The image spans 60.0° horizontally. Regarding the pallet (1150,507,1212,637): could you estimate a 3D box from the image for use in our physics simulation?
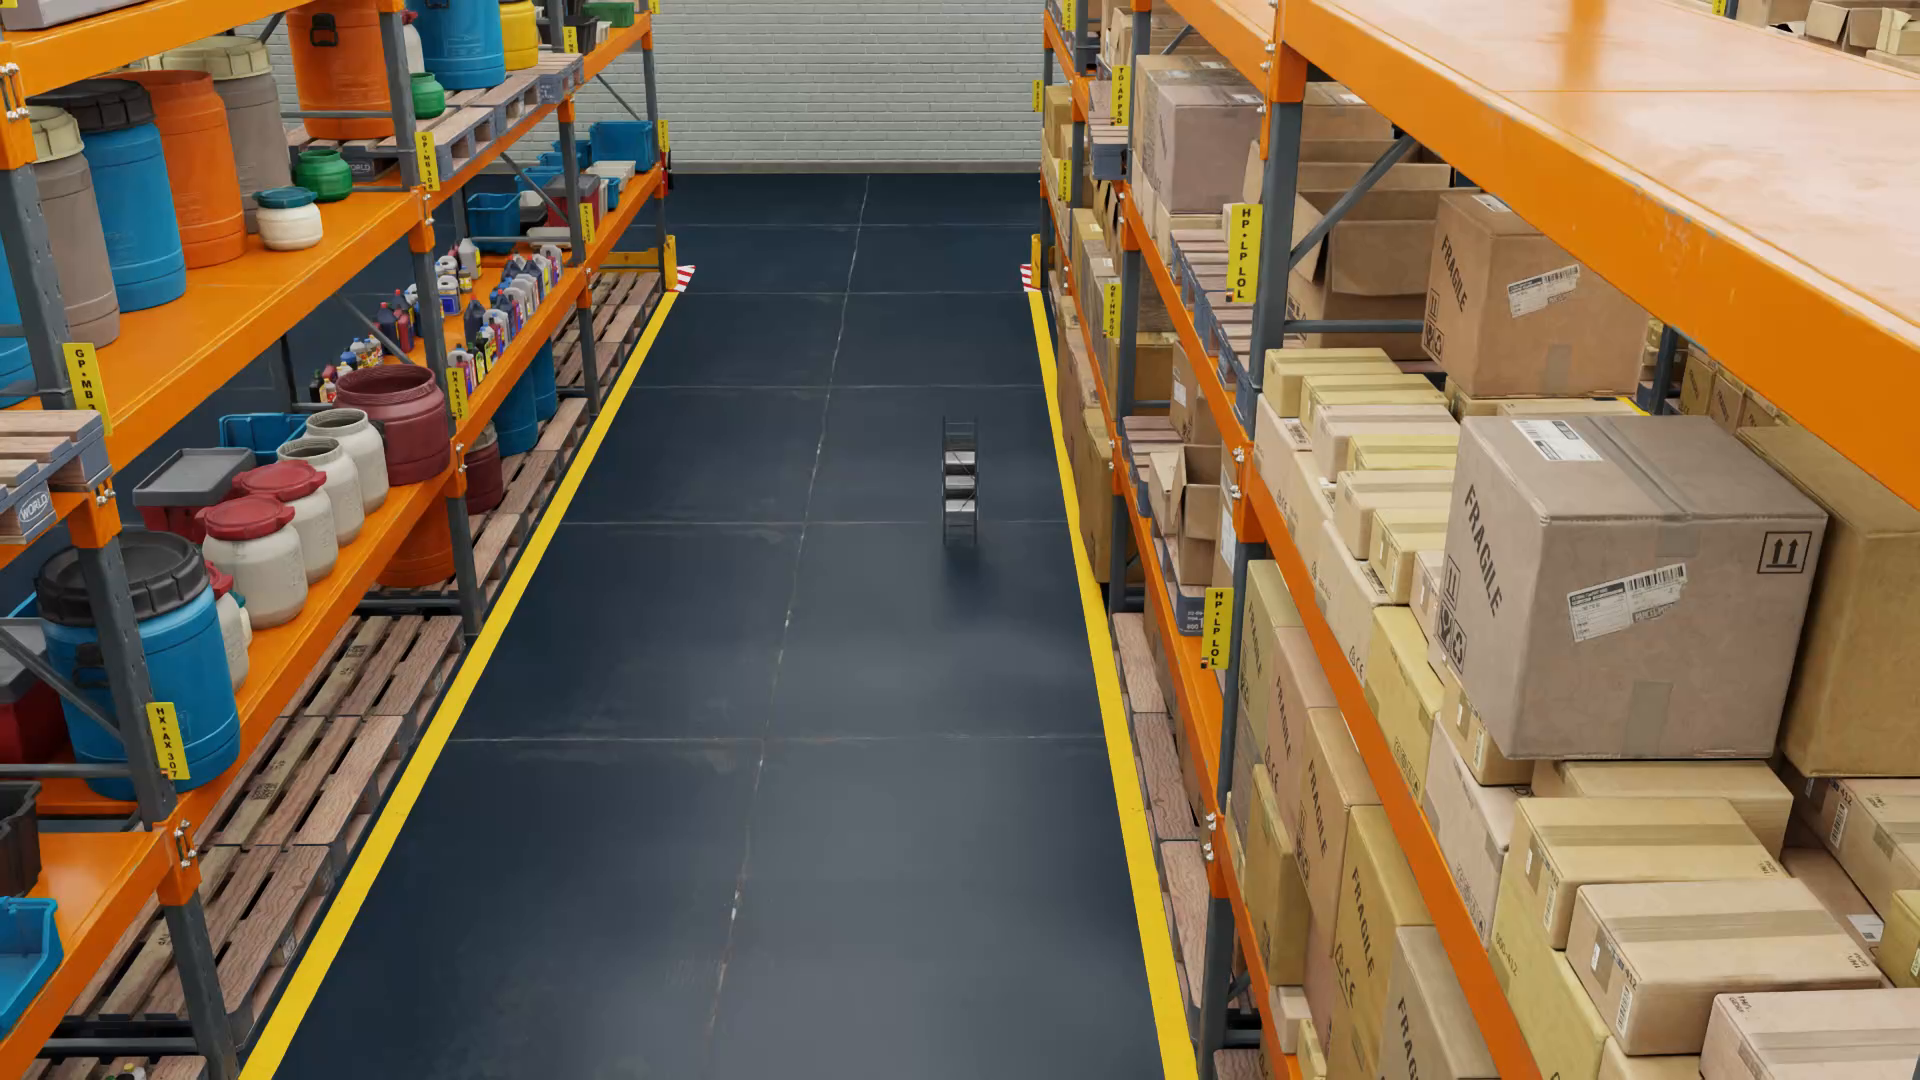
[{"bbox_3d":[1.501,0.099,8.124,1.003,0.211,1.213,0,24,-1],"label":"pallet"}]

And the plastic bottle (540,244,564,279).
[{"bbox_3d":[-3.231,-2.212,13.152,0.152,0.276,0.135,0,24,-1],"label":"plastic bottle"}]

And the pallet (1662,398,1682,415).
[{"bbox_3d":[6.365,-0.842,13.355,1.003,0.211,1.213,0,24,-1],"label":"pallet"}]

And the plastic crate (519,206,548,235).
[{"bbox_3d":[-3.839,-2.792,14.544,0.437,0.125,0.590,0,24,-1],"label":"plastic crate"}]

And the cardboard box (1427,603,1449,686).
[{"bbox_3d":[1.247,0.250,3.615,0.380,0.149,0.250,-1,24,-3],"label":"cardboard box"}]

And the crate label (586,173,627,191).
[{"bbox_3d":[-3.396,-3.416,15.910,0.396,0.136,0.243,0,24,-1],"label":"crate label"}]

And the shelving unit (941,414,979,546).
[{"bbox_3d":[0.000,-0.413,11.572,0.258,0.900,0.210,0,24,-1],"label":"shelving unit"}]

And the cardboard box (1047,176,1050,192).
[{"bbox_3d":[1.038,-3.415,15.965,0.380,0.149,0.250,-1,24,-2],"label":"cardboard box"}]

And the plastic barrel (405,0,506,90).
[{"bbox_3d":[-3.387,-3.514,11.121,0.600,0.901,0.708,0,24,-1],"label":"plastic barrel"}]

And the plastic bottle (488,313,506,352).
[{"bbox_3d":[-3.182,-1.427,11.421,0.097,0.271,0.097,0,24,0],"label":"plastic bottle"}]

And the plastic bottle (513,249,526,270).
[{"bbox_3d":[-3.365,-2.030,12.657,0.144,0.351,0.185,0,24,-1],"label":"plastic bottle"}]

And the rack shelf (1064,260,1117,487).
[{"bbox_3d":[1.416,-1.300,11.858,1.077,0.370,4.000,0,24,-1],"label":"rack shelf"}]

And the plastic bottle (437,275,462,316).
[{"bbox_3d":[-3.772,-1.800,12.241,0.152,0.276,0.135,0,24,-1],"label":"plastic bottle"}]

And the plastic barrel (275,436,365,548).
[{"bbox_3d":[-3.285,-0.236,8.496,0.421,0.512,0.421,0,24,0],"label":"plastic barrel"}]

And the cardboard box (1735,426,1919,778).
[{"bbox_3d":[1.779,0.104,3.151,0.500,0.500,0.500,0,24,-1],"label":"cardboard box"}]

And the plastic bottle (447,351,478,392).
[{"bbox_3d":[-3.201,-1.096,10.683,0.152,0.276,0.135,0,24,-1],"label":"plastic bottle"}]

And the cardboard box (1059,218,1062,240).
[{"bbox_3d":[1.058,-2.674,14.327,0.380,0.149,0.250,-1,24,-1],"label":"cardboard box"}]

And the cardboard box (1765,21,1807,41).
[{"bbox_3d":[6.155,-3.587,11.999,0.500,0.311,0.500,-1,24,-1],"label":"cardboard box"}]

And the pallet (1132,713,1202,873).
[{"bbox_3d":[1.456,1.290,8.642,1.003,0.211,1.213,0,24,-1],"label":"pallet"}]

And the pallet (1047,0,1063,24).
[{"bbox_3d":[1.369,-5.121,15.901,1.003,0.211,1.213,0,24,-1],"label":"pallet"}]

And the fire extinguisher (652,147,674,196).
[{"bbox_3d":[-3.149,-3.937,17.362,0.296,0.674,0.183,0,24,-1],"label":"fire extinguisher"}]

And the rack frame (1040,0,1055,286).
[{"bbox_3d":[1.351,-4.100,17.176,1.000,3.000,0.127,0,24,-1],"label":"rack frame"}]

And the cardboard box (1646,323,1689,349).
[{"bbox_3d":[6.091,-1.742,14.189,0.380,0.149,0.250,0,24,1],"label":"cardboard box"}]

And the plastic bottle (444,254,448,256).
[{"bbox_3d":[-3.959,-2.076,12.856,0.097,0.271,0.097,0,24,0],"label":"plastic bottle"}]

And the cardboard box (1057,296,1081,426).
[{"bbox_3d":[1.422,-1.412,13.300,1.225,0.875,0.875,0,24,0],"label":"cardboard box"}]

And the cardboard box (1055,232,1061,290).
[{"bbox_3d":[1.438,-3.060,16.945,0.875,0.875,0.875,0,24,-1],"label":"cardboard box"}]

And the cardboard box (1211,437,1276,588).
[{"bbox_3d":[1.613,0.052,6.758,1.000,1.000,1.000,0,24,0],"label":"cardboard box"}]

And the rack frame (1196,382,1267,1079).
[{"bbox_3d":[1.482,0.844,6.243,1.000,3.000,0.127,0,24,-1],"label":"rack frame"}]

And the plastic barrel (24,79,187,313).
[{"bbox_3d":[-3.708,-1.476,7.126,0.600,0.901,0.708,0,24,-1],"label":"plastic barrel"}]

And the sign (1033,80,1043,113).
[{"bbox_3d":[0.796,-4.531,16.982,0.100,0.325,0.005,0,24,-1],"label":"sign"}]

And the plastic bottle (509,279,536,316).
[{"bbox_3d":[-3.220,-1.799,12.238,0.152,0.276,0.135,0,24,-1],"label":"plastic bottle"}]

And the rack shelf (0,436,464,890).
[{"bbox_3d":[-3.493,0.370,8.164,1.077,0.370,4.000,0,24,-1],"label":"rack shelf"}]

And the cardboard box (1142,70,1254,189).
[{"bbox_3d":[1.188,-2.040,8.253,0.500,0.500,0.500,0,24,0],"label":"cardboard box"}]

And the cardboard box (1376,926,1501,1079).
[{"bbox_3d":[1.258,1.218,3.721,0.500,0.500,0.500,0,24,-1],"label":"cardboard box"}]

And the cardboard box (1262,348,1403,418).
[{"bbox_3d":[1.177,-0.500,5.275,0.380,0.149,0.250,-1,24,-2],"label":"cardboard box"}]

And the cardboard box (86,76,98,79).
[{"bbox_3d":[-8.269,-4.168,15.992,0.500,0.500,0.500,0,24,1],"label":"cardboard box"}]

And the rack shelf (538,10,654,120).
[{"bbox_3d":[-3.580,-4.293,14.835,1.077,0.370,4.000,0,24,-1],"label":"rack shelf"}]

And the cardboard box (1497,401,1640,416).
[{"bbox_3d":[1.775,-0.290,4.809,0.380,0.149,0.250,-1,24,-3],"label":"cardboard box"}]

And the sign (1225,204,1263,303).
[{"bbox_3d":[0.927,-0.933,5.429,0.100,0.325,0.005,0,24,-1],"label":"sign"}]

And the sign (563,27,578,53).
[{"bbox_3d":[-3.008,-3.802,12.867,0.100,0.325,0.005,0,24,-1],"label":"sign"}]

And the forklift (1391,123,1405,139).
[{"bbox_3d":[3.207,-2.641,14.032,1.130,2.935,3.031,-2,24,-4],"label":"forklift"}]

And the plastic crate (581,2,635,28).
[{"bbox_3d":[-3.305,-4.943,15.657,0.450,0.188,0.336,0,24,-1],"label":"plastic crate"}]

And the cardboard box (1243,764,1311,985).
[{"bbox_3d":[1.395,1.055,5.295,0.875,0.500,0.500,0,24,-1],"label":"cardboard box"}]

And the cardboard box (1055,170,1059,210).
[{"bbox_3d":[1.113,-3.124,14.838,0.500,0.250,0.500,0,24,1],"label":"cardboard box"}]

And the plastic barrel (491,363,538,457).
[{"bbox_3d":[-3.562,-1.149,12.688,0.600,0.901,0.708,0,24,-1],"label":"plastic barrel"}]

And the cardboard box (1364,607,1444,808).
[{"bbox_3d":[1.250,0.372,3.828,0.500,0.250,0.500,-1,24,-1],"label":"cardboard box"}]

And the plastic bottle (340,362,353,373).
[{"bbox_3d":[-3.932,-1.039,10.648,0.097,0.201,0.097,0,24,0],"label":"plastic bottle"}]

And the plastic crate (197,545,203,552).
[{"bbox_3d":[-3.772,0.247,7.822,0.450,0.188,0.662,0,24,-1],"label":"plastic crate"}]

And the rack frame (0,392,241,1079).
[{"bbox_3d":[-3.471,0.867,6.194,1.000,3.000,0.127,0,24,-1],"label":"rack frame"}]

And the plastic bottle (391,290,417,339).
[{"bbox_3d":[-3.922,-1.592,11.690,0.144,0.351,0.185,0,24,-1],"label":"plastic bottle"}]

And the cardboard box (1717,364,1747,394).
[{"bbox_3d":[6.107,-1.302,12.602,0.500,0.250,0.500,0,24,1],"label":"cardboard box"}]

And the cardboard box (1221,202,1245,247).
[{"bbox_3d":[1.361,-1.379,7.294,0.380,0.166,0.250,-1,24,-2],"label":"cardboard box"}]

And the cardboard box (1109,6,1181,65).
[{"bbox_3d":[1.395,-3.251,11.023,0.797,0.503,0.637,-1,24,-1],"label":"cardboard box"}]

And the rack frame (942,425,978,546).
[{"bbox_3d":[0.001,-0.371,11.479,0.240,0.900,0.006,0,24,-1],"label":"rack frame"}]

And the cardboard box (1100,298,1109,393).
[{"bbox_3d":[1.185,-1.257,10.768,0.500,0.500,0.500,0,24,-1],"label":"cardboard box"}]
